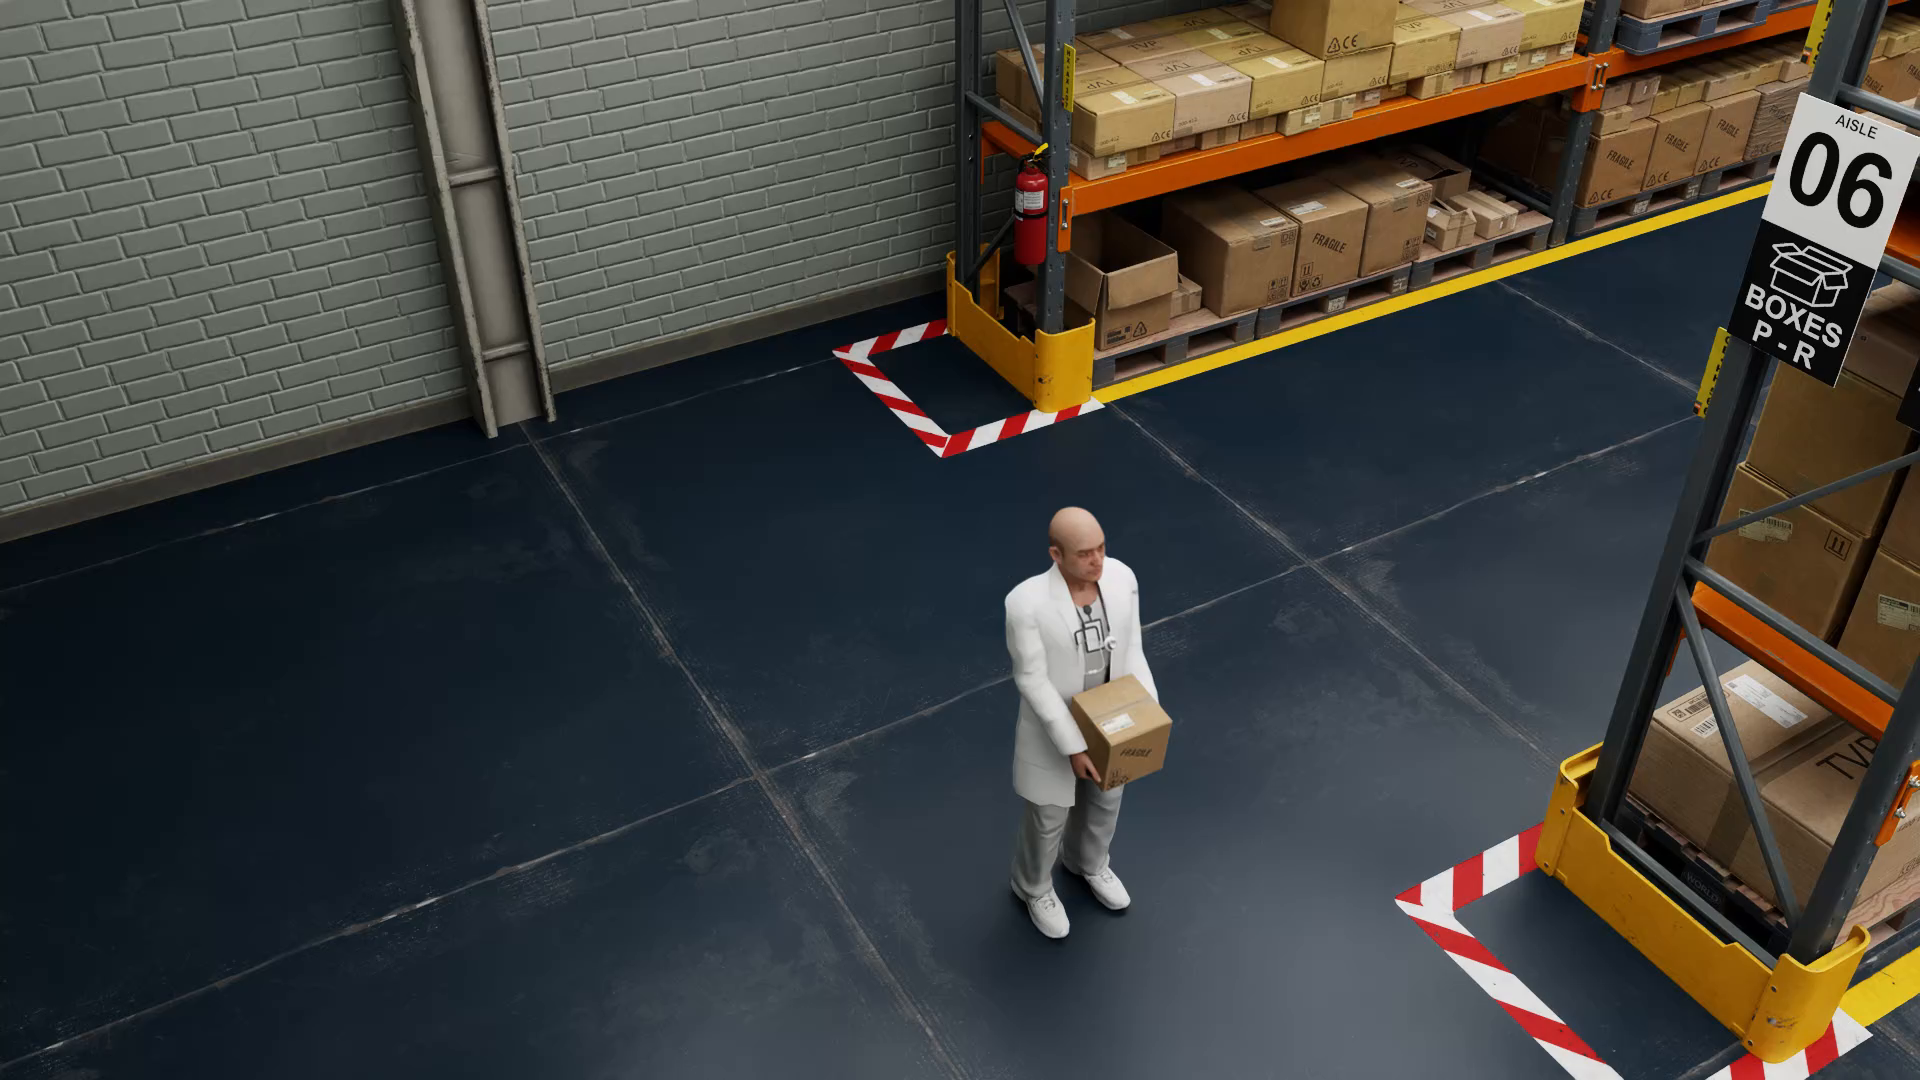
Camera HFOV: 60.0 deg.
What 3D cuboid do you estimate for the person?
[{"bbox_3d":[0.464,0.716,5.974,0.530,1.770,0.562,-18,40,-23],"label":"person"}]
